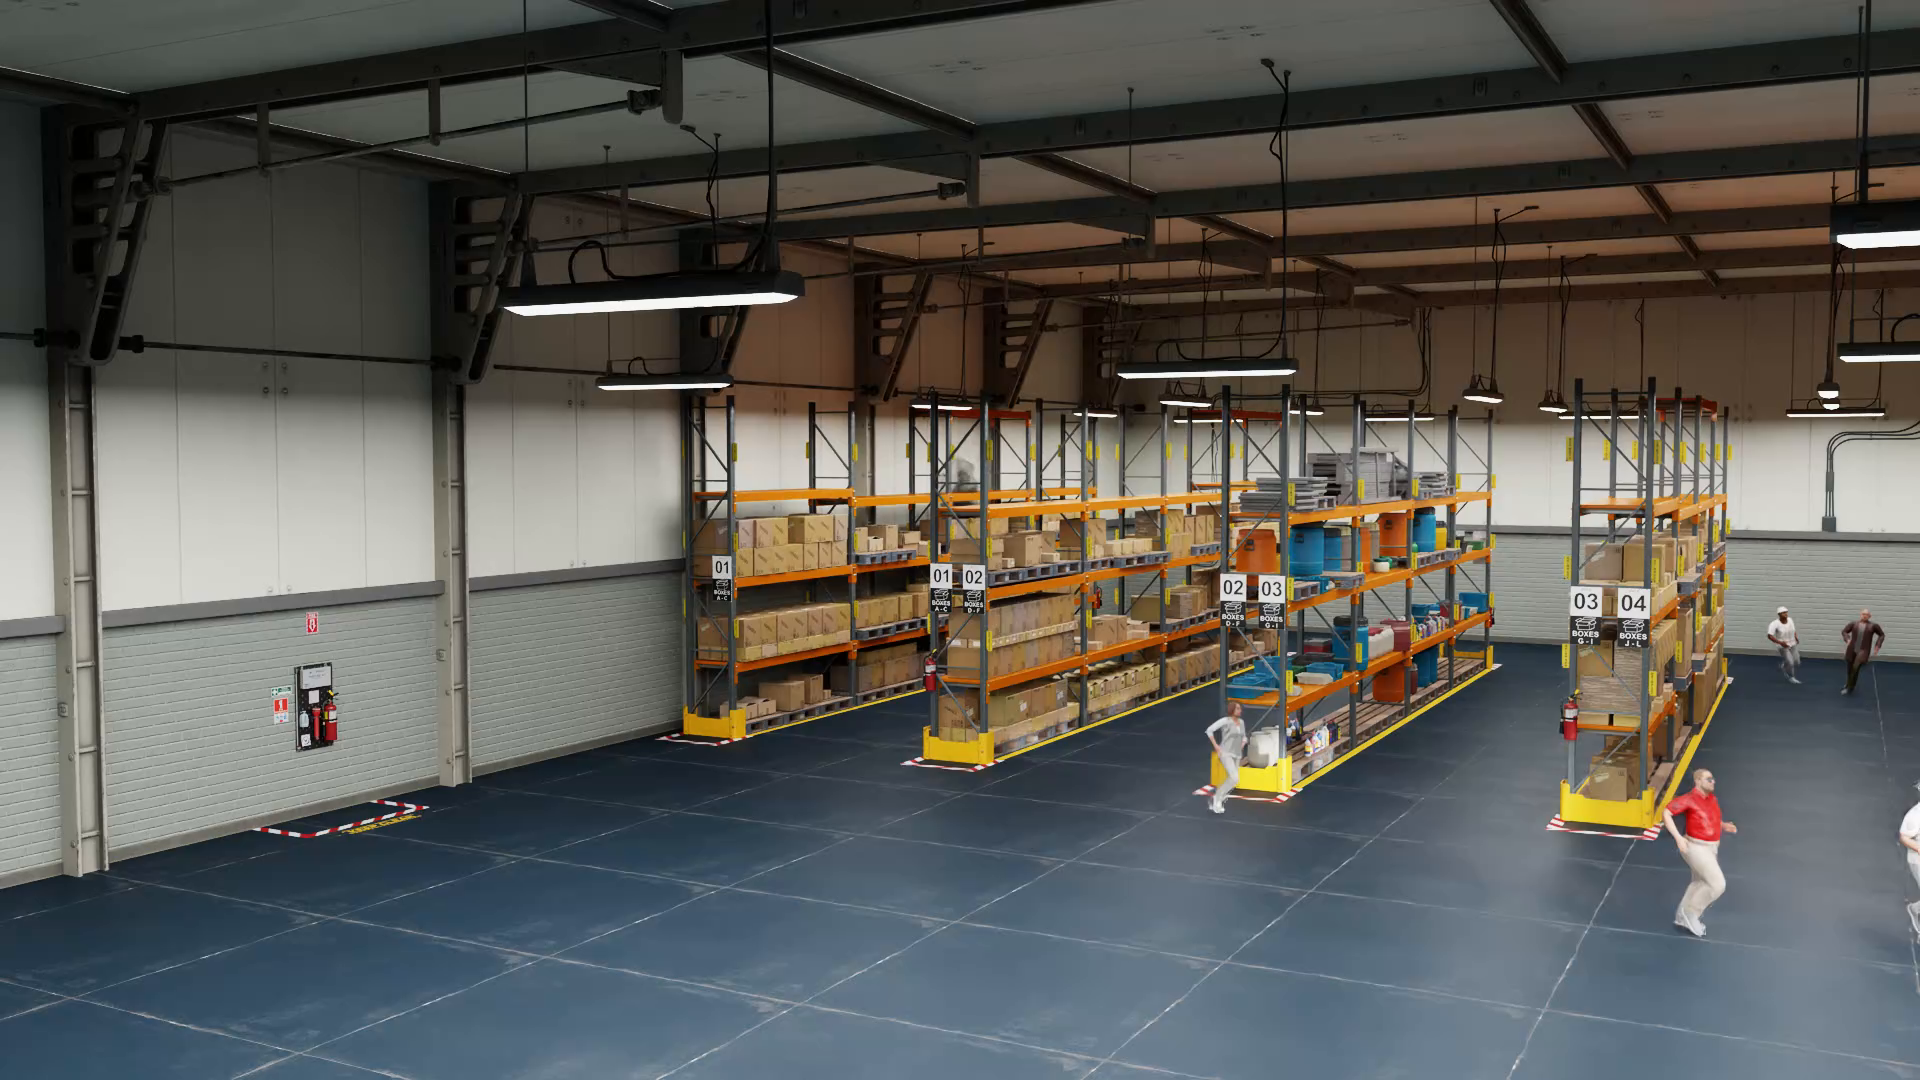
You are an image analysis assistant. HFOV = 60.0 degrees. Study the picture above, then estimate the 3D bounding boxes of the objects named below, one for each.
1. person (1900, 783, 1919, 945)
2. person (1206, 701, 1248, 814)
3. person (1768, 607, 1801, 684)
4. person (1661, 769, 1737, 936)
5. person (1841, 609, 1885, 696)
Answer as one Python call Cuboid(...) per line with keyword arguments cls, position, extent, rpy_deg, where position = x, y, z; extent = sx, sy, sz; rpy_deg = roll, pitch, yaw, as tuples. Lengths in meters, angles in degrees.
Cuboid(cls="person", position=(9.813, 3.247, 16.785), extent=(0.660, 1.731, 0.604), rpy_deg=(-1, 3, -23))
Cuboid(cls="person", position=(3.754, 3.008, 23.070), extent=(0.537, 1.535, 0.544), rpy_deg=(-2, 4, -38))
Cuboid(cls="person", position=(17.824, 2.270, 36.039), extent=(0.739, 1.669, 0.598), rpy_deg=(-1, 3, -14))
Cuboid(cls="person", position=(7.723, 3.238, 17.244), extent=(0.652, 1.718, 0.653), rpy_deg=(-3, 4, -40))
Cuboid(cls="person", position=(18.577, 2.305, 34.312), extent=(1.043, 1.755, 0.766), rpy_deg=(-3, 4, -44))
